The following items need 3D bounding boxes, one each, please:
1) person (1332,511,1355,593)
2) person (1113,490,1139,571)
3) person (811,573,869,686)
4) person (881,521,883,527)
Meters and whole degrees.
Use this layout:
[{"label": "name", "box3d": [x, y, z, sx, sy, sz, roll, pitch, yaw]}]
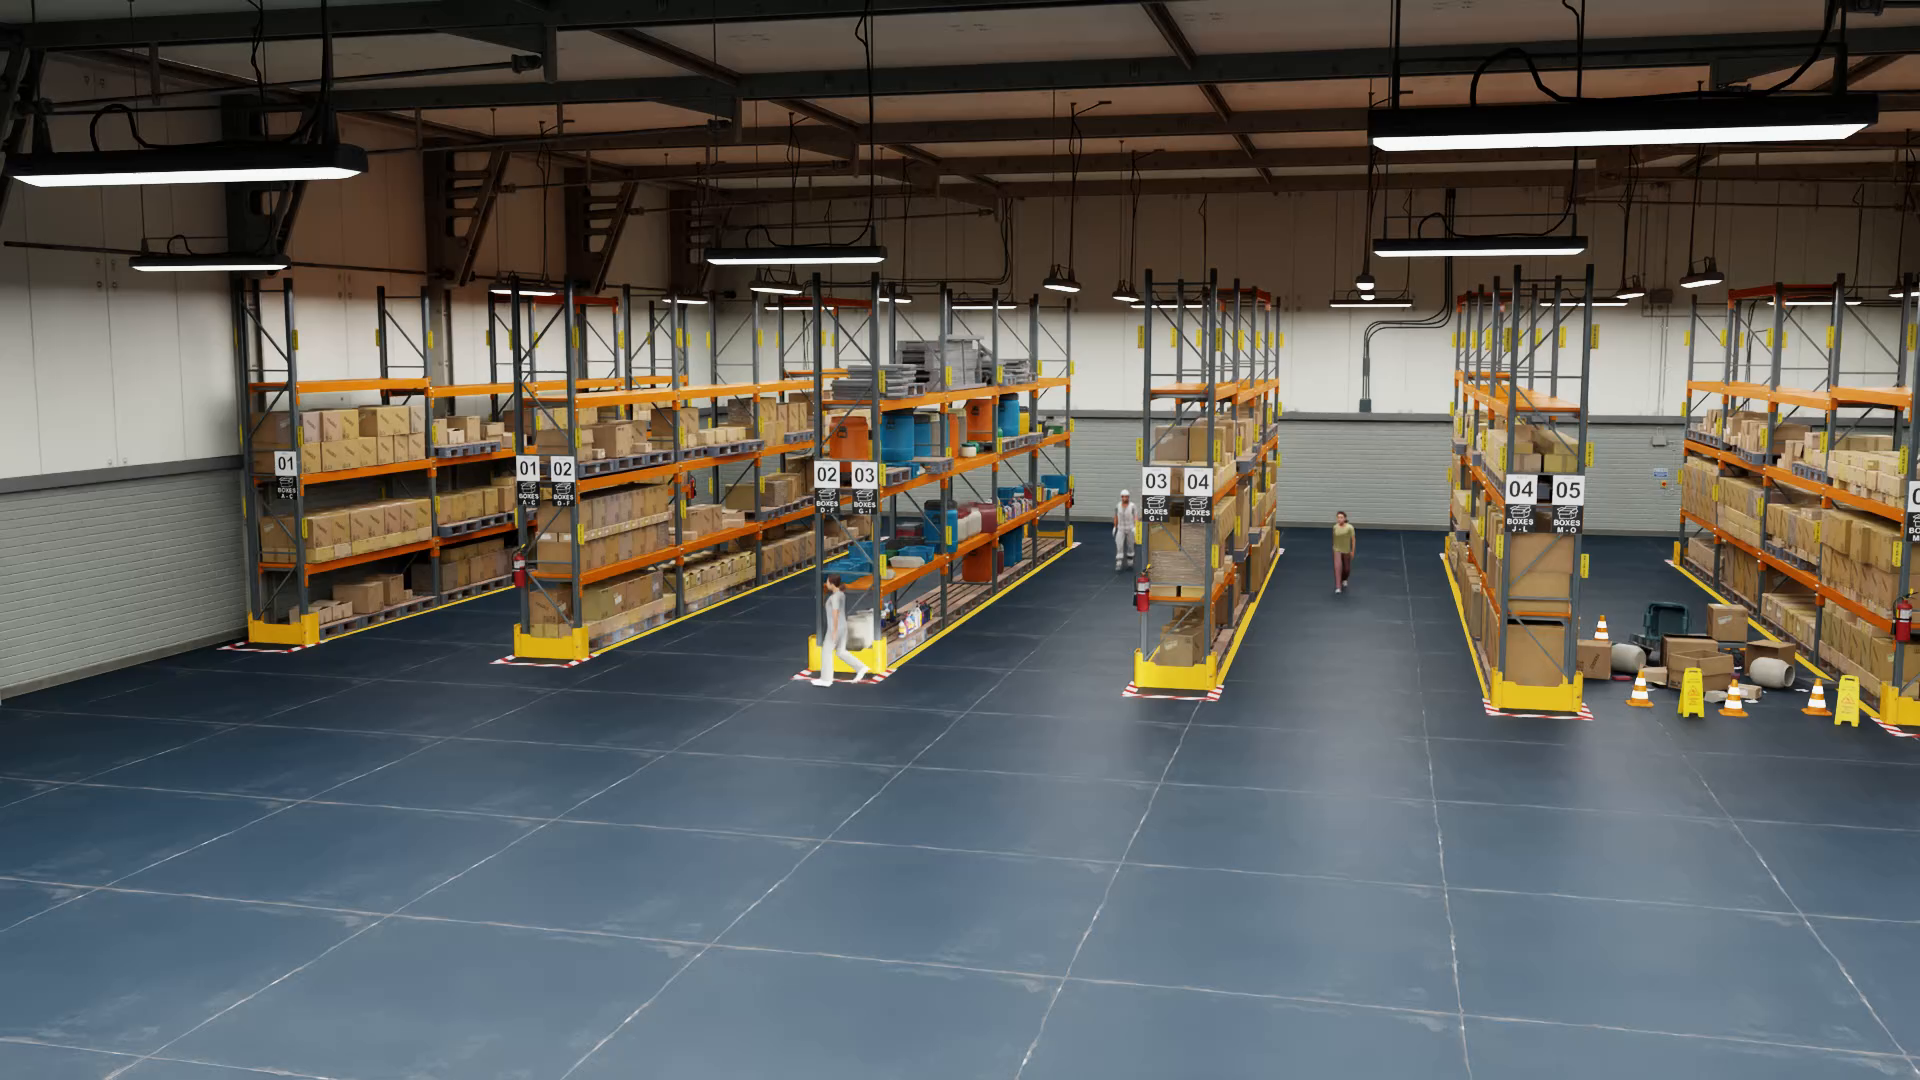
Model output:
[{"label": "person", "box3d": [7.647, 0.214, 33.173, 0.452, 1.625, 0.948, 1, 7, 11]}, {"label": "person", "box3d": [3.590, -0.232, 36.249, 0.604, 1.724, 1.034, 2, 7, 15]}, {"label": "person", "box3d": [-1.740, 1.298, 24.125, 0.824, 1.651, 0.536, 2, 7, 13]}, {"label": "person", "box3d": [-2.437, -1.138, 43.821, 1.061, 1.724, 0.518, -6, 9, -42]}]
